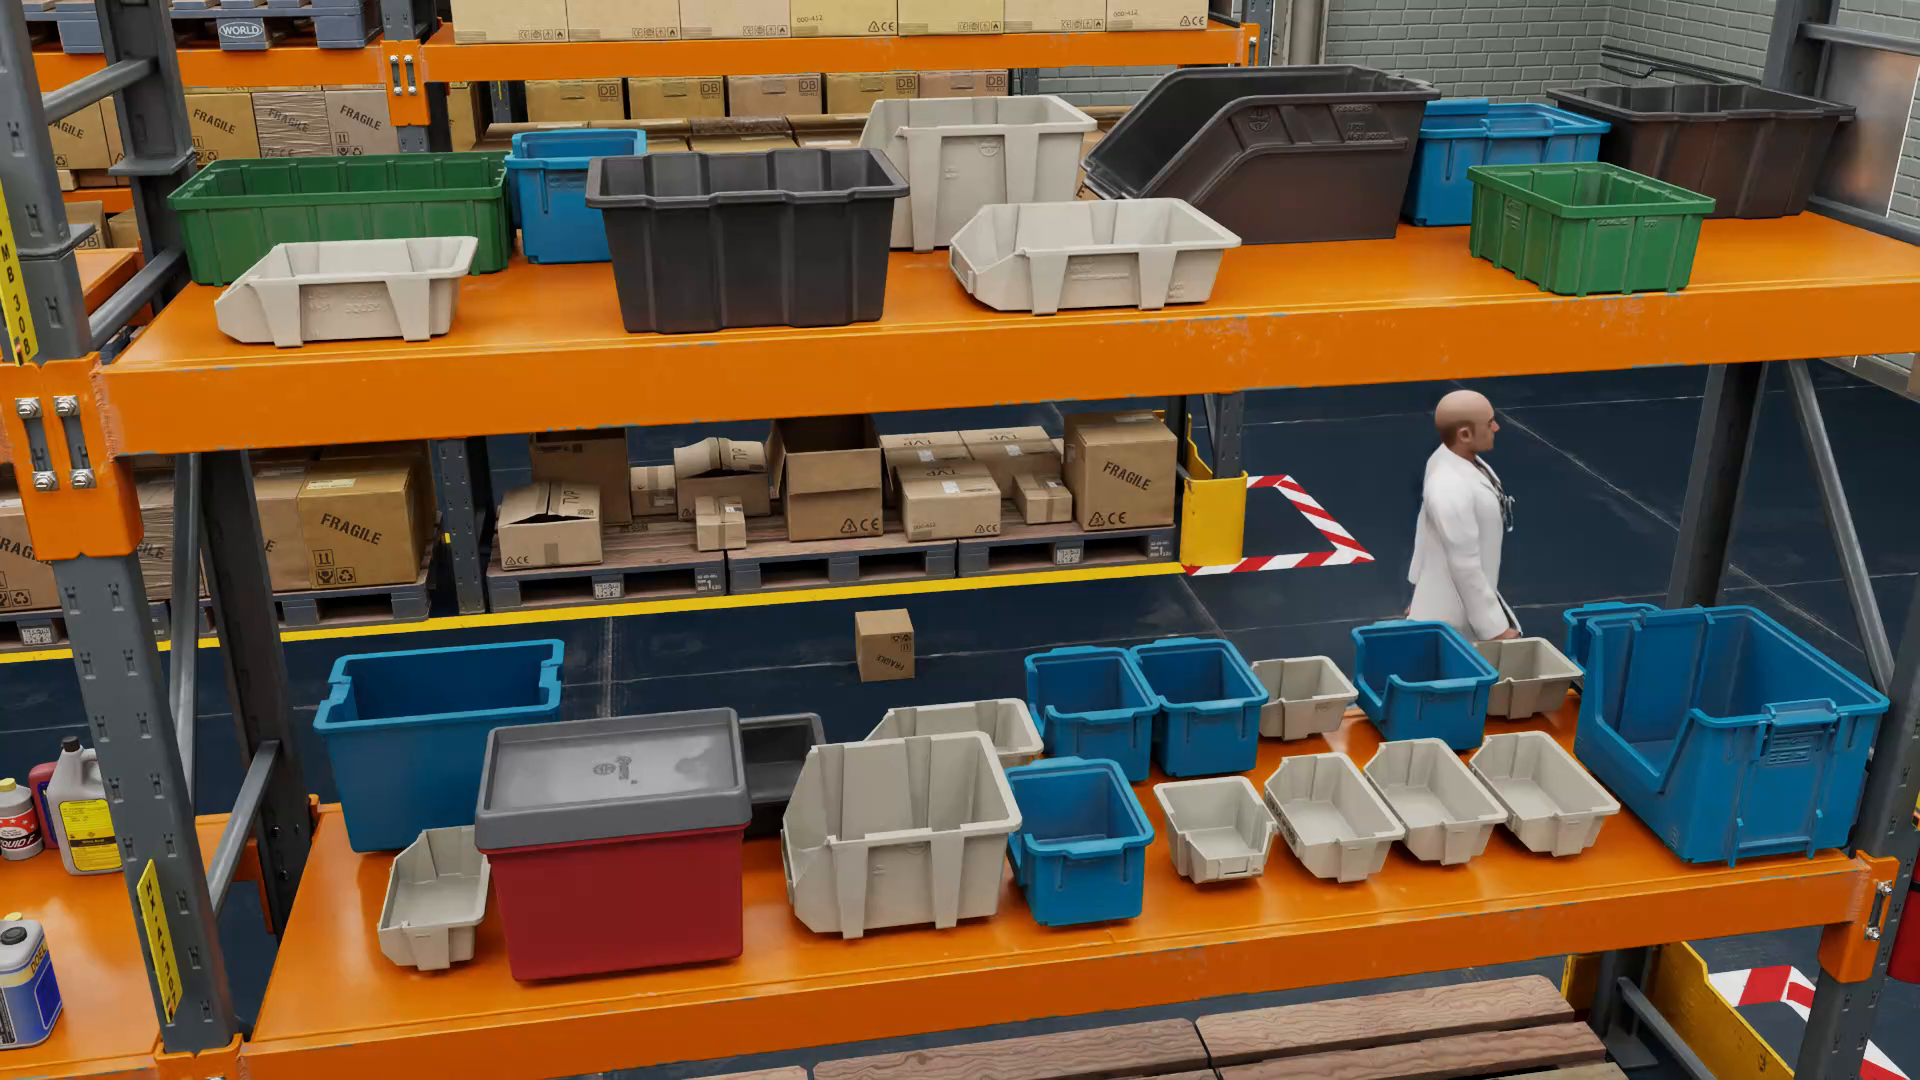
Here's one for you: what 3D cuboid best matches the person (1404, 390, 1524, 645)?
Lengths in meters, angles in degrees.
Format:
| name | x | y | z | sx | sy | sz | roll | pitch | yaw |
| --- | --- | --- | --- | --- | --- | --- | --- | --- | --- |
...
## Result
| name | x | y | z | sx | sy | sz | roll | pitch | yaw |
| --- | --- | --- | --- | --- | --- | --- | --- | --- | --- |
| person | 1.966 | 0.318 | 6.412 | 0.709 | 1.842 | 0.573 | 9 | 24 | 19 |
